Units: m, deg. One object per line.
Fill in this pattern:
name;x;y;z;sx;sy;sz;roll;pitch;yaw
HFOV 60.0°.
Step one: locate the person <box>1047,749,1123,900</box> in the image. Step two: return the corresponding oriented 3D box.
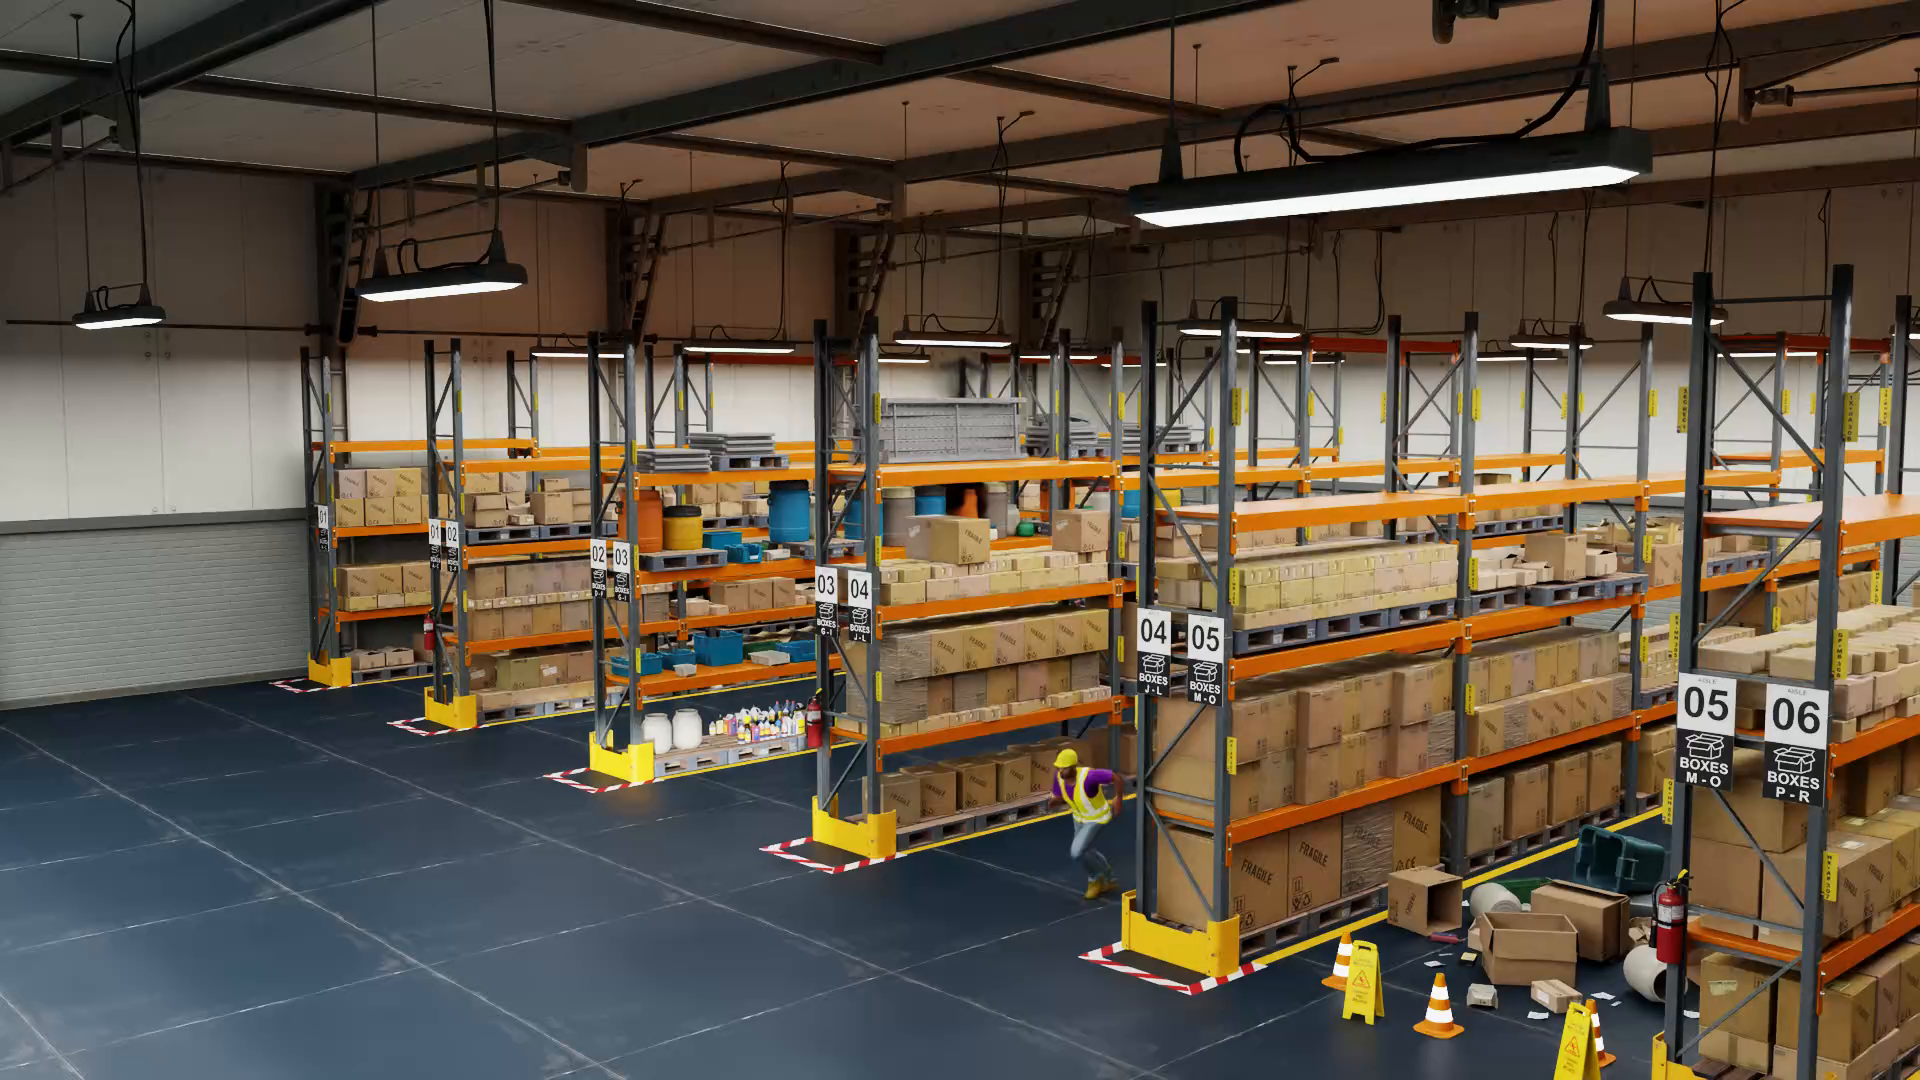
person;1.307;2.877;16.880;0.931;1.604;0.740;-5;7;-43
